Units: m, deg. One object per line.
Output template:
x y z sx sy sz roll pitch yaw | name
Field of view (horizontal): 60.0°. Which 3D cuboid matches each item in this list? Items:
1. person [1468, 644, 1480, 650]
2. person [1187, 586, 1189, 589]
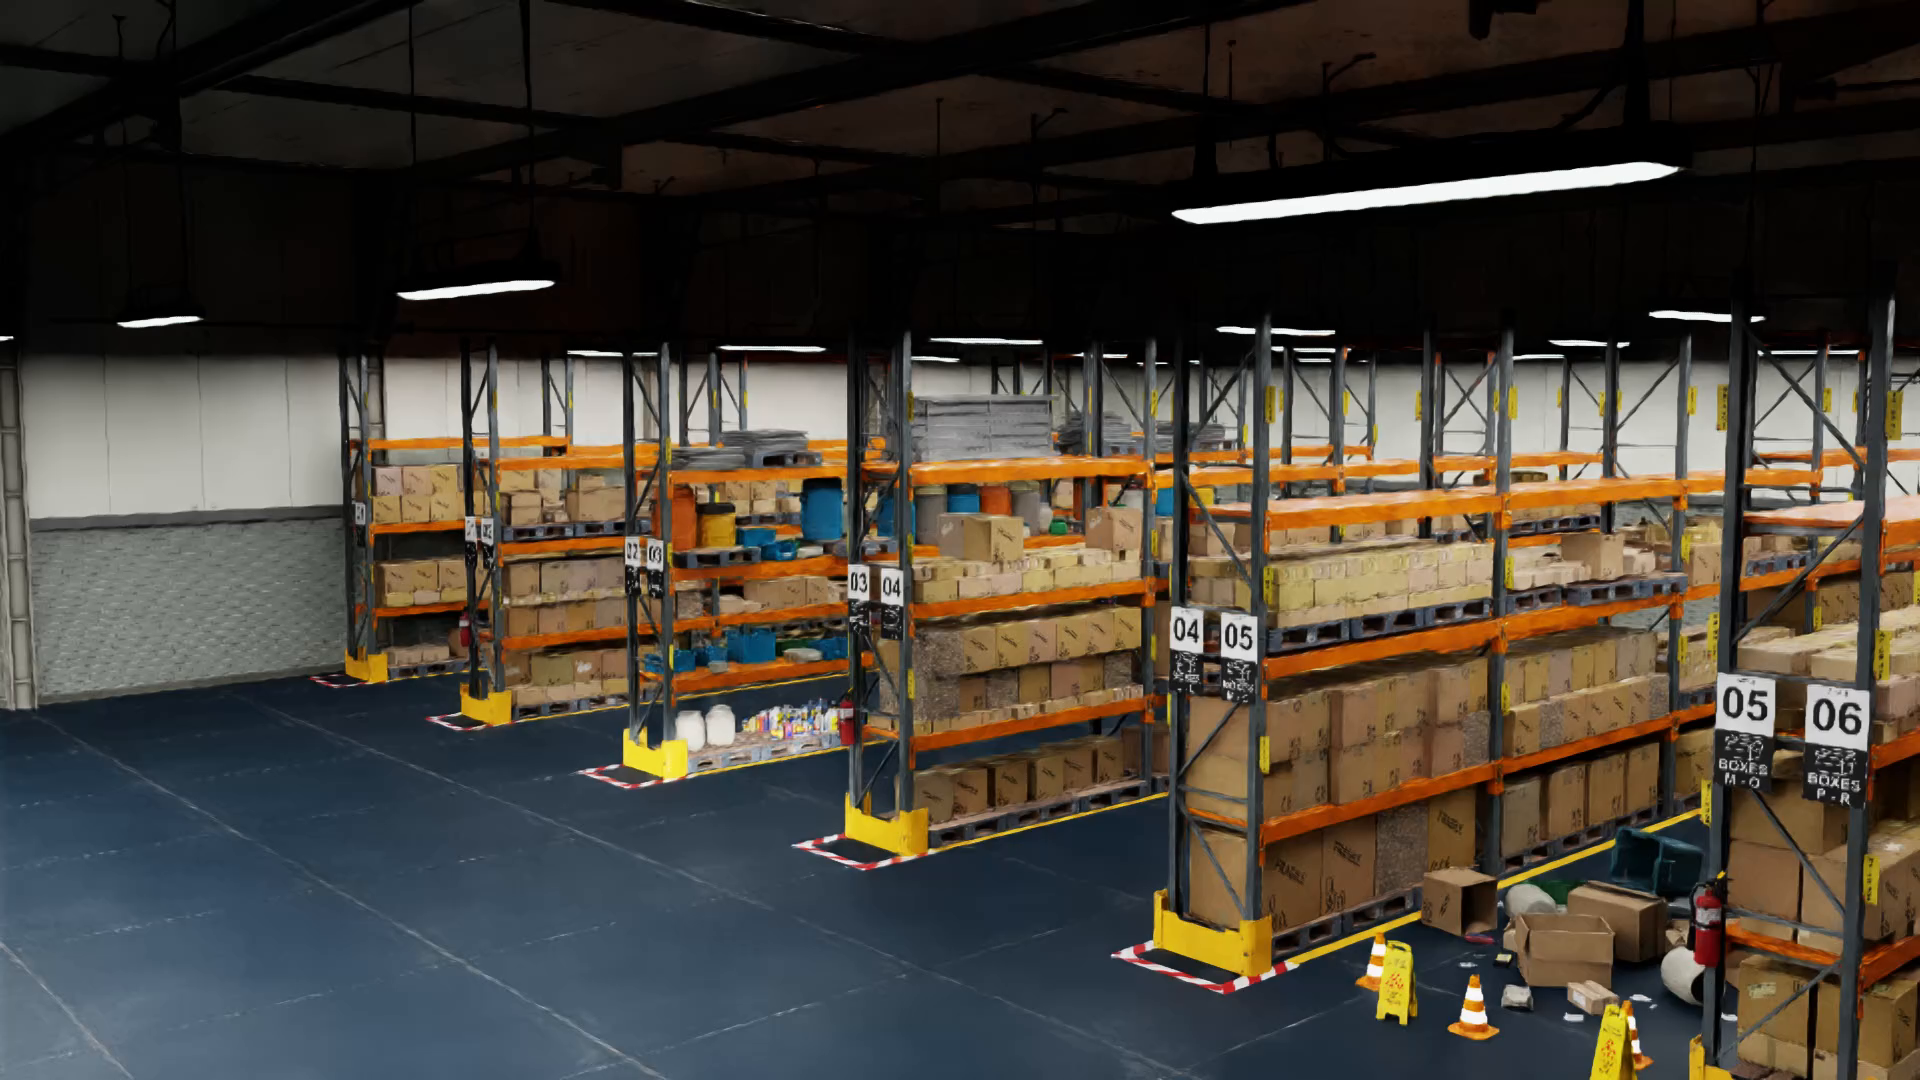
7.485 2.251 24.047 0.519 1.541 0.566 -5 7 -44 | person
4.403 1.467 32.066 0.530 1.673 0.677 -5 7 -43 | person
